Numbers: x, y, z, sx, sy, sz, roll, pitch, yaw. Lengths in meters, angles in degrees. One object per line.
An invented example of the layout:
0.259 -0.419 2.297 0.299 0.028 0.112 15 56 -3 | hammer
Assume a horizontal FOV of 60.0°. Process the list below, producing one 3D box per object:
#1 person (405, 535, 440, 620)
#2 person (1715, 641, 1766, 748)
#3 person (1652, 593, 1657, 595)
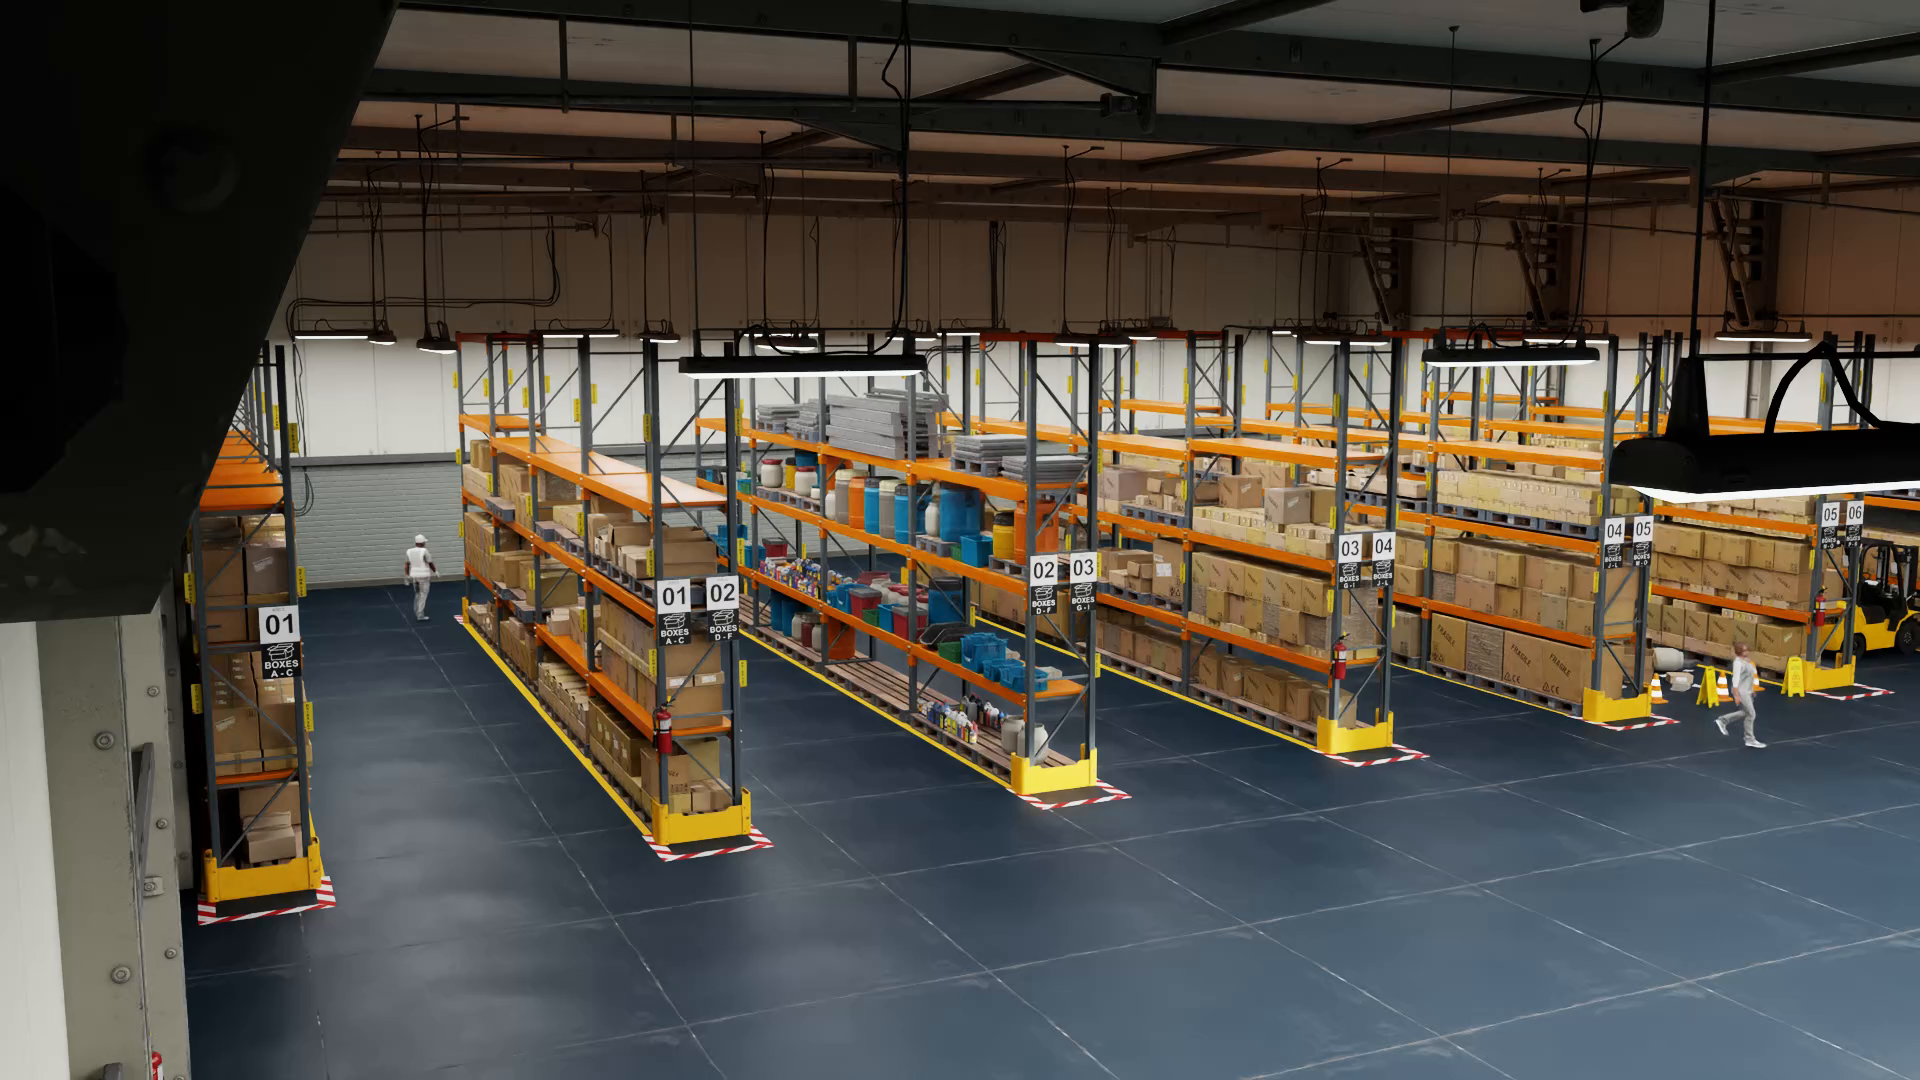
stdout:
-11.275 0.774 34.744 0.615 1.779 0.641 3 8 18 | person
11.529 2.260 24.495 0.700 1.572 0.429 5 9 34 | person
14.585 0.866 34.641 0.358 1.695 0.502 6 10 38 | person
